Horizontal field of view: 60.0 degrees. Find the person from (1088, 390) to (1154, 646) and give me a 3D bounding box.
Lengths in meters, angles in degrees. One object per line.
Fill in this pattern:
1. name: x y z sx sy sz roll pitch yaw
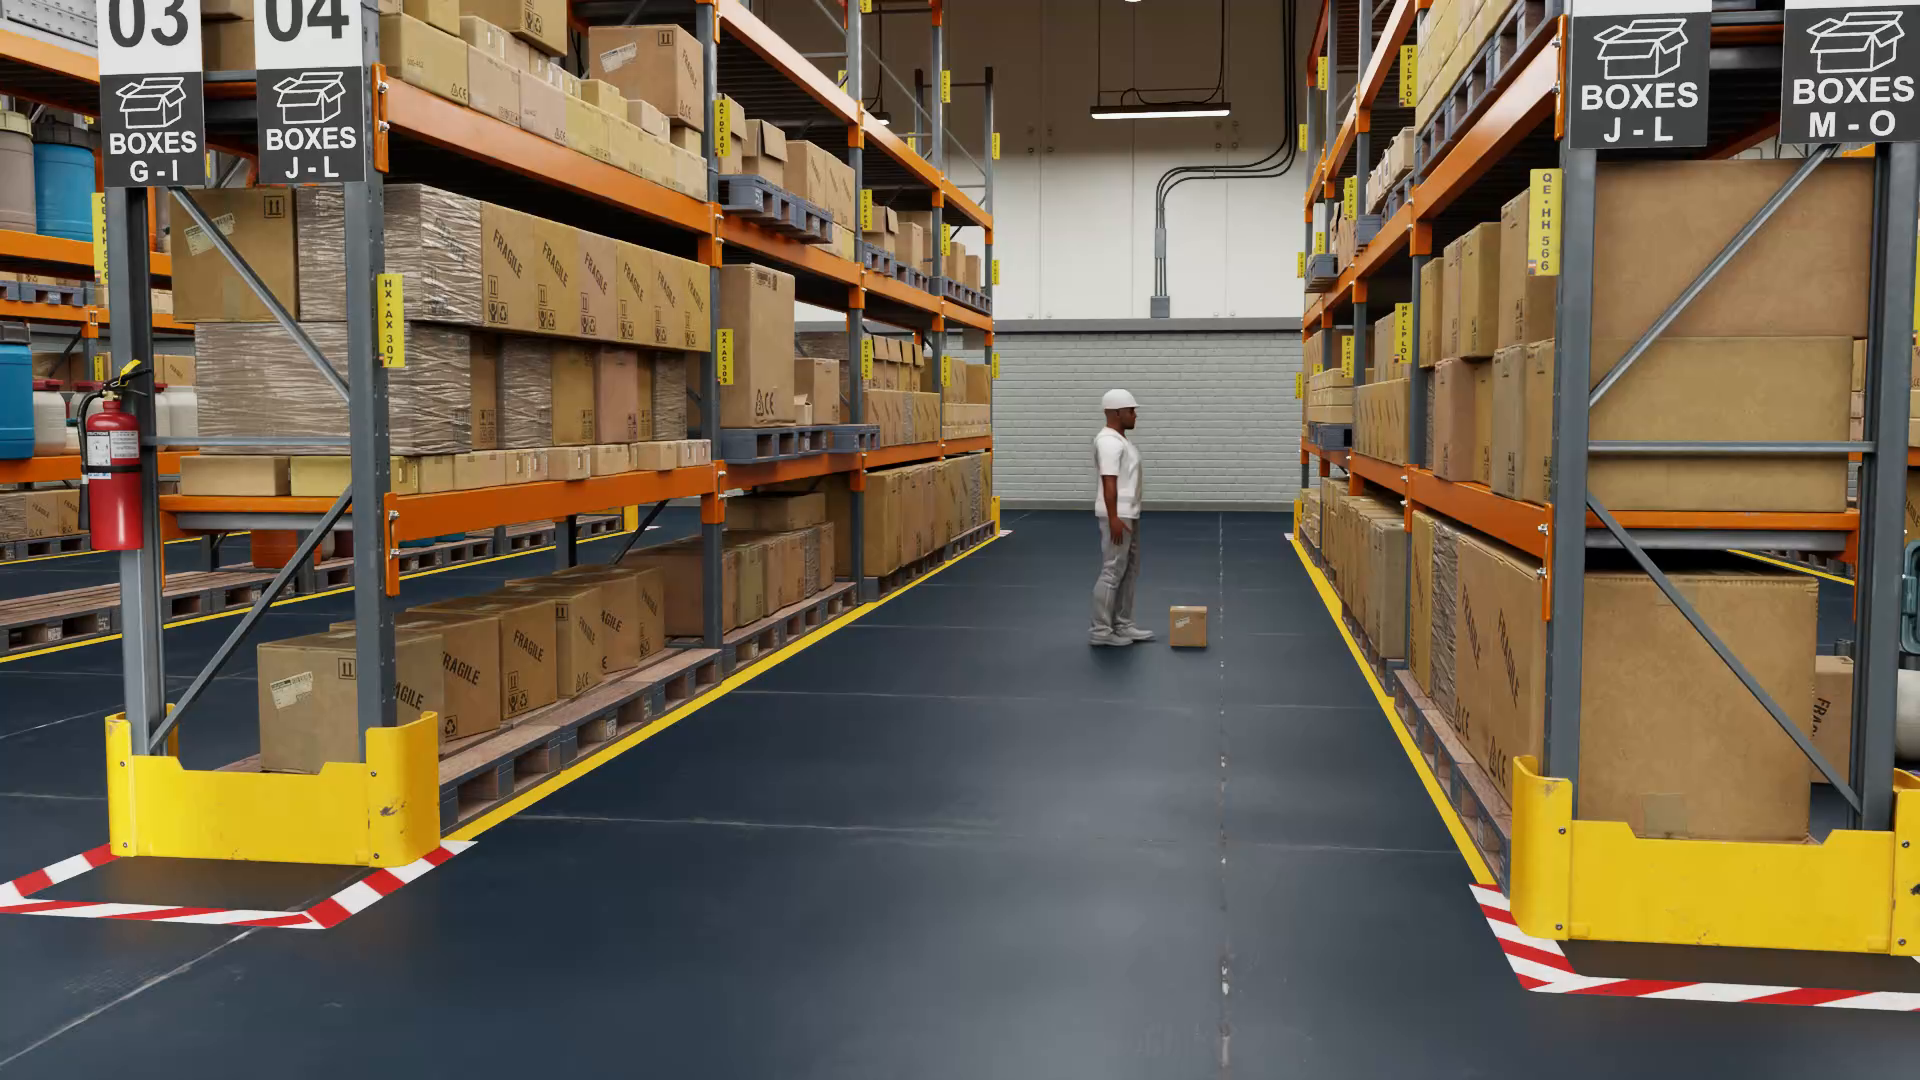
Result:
1. person: 1.134 -0.155 11.581 0.440 1.777 0.571 1 5 11
